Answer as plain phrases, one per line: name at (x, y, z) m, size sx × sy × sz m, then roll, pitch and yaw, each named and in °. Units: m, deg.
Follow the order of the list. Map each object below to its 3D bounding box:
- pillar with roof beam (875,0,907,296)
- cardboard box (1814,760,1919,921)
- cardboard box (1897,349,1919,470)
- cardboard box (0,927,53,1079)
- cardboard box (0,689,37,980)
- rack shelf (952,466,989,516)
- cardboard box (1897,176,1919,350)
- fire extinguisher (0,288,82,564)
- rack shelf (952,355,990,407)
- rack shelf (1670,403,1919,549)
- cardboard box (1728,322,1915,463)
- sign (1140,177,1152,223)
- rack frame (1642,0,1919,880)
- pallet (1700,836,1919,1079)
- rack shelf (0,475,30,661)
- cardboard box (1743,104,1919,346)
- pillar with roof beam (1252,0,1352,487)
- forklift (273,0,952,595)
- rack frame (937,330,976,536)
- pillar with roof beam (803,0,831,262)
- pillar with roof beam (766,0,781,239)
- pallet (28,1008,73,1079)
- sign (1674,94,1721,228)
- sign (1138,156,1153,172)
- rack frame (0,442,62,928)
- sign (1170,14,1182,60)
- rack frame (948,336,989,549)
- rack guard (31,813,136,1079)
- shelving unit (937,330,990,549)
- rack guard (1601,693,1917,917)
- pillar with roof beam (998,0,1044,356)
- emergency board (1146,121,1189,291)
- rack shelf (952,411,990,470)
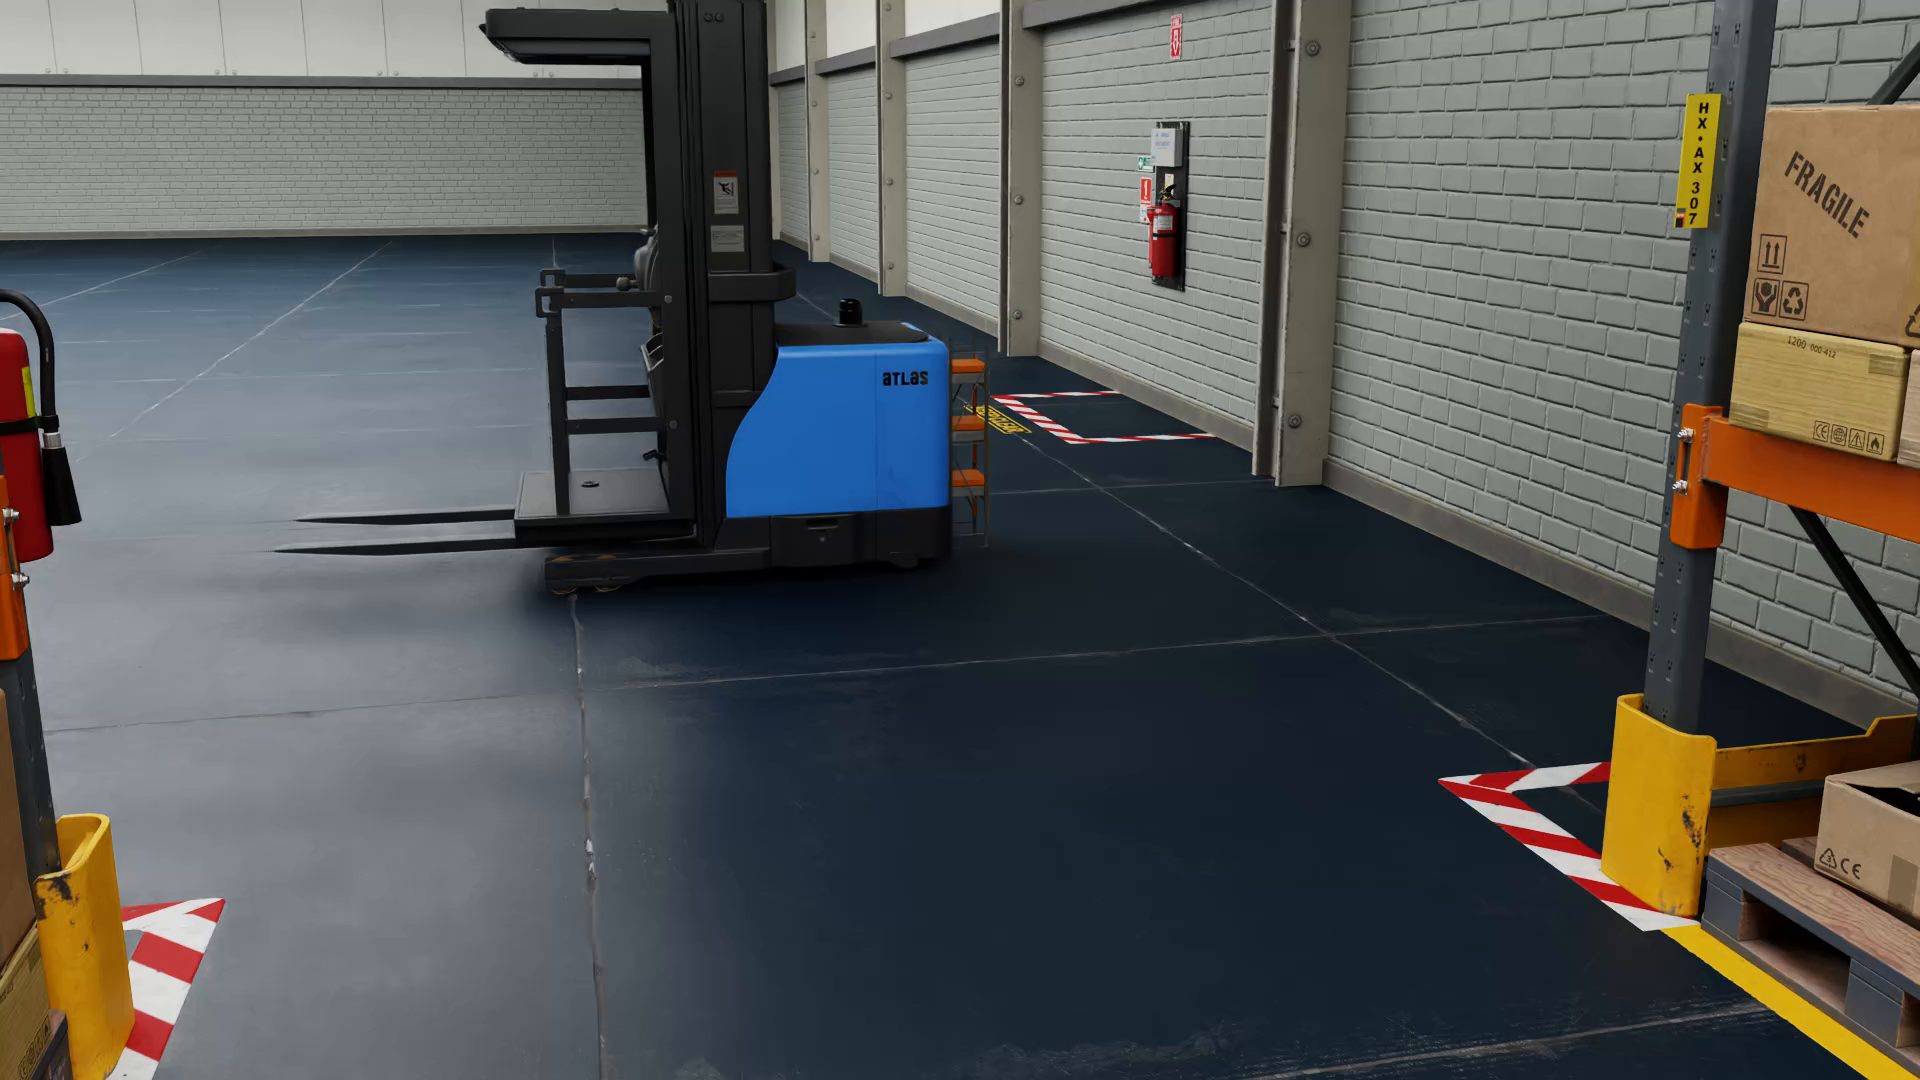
pillar with roof beam at (-5.040, -7.266, 19.207) m, size 9.100 × 9.000 × 0.400 m, roll -3°, pitch 14°, yaw -13°
cardboard box at (2.442, 0.704, 3.962) m, size 0.500 × 0.311 × 0.500 m, roll -5°, pitch 15°, yaw -20°
cardboard box at (2.309, -0.240, 3.364) m, size 0.500 × 0.250 × 0.500 m, roll -4°, pitch 14°, yaw -15°
cardboard box at (-2.034, 0.963, 3.072) m, size 0.500 × 0.250 × 0.500 m, roll -3°, pitch 14°, yaw -13°
cardboard box at (-2.032, 0.599, 2.984) m, size 0.500 × 0.500 × 0.500 m, roll -3°, pitch 14°, yaw -13°
rack shelf at (0.013, -0.217, 8.320) m, size 0.215 × 0.259 × 0.240 m, roll -3°, pitch 14°, yaw -13°
cardboard box at (2.293, -0.612, 3.307) m, size 0.500 × 0.500 × 0.500 m, roll -3°, pitch 14°, yaw -13°
fire extinguisher at (-2.024, -0.291, 3.462) m, size 0.296 × 0.674 × 0.183 m, roll -3°, pitch 14°, yaw -13°
rack shelf at (0.013, -0.763, 8.187) m, size 0.215 × 0.259 × 0.240 m, roll -3°, pitch 14°, yaw -13°
rack shelf at (2.837, 0.258, 2.565) m, size 1.077 × 0.370 × 4.000 m, roll -3°, pitch 14°, yaw -13°
cardboard box at (2.173, -0.359, 3.851) m, size 0.500 × 0.250 × 0.500 m, roll -4°, pitch 14°, yaw -15°
sign at (1.390, -2.546, 12.454) m, size 0.001 × 0.329 × 0.234 m, roll -3°, pitch 14°, yaw -13°
rack frame at (2.367, -0.553, 4.369) m, size 1.000 × 3.000 × 0.127 m, roll -3°, pitch 14°, yaw -13°
pallet at (2.541, 1.009, 3.853) m, size 1.003 × 0.211 × 1.213 m, roll -3°, pitch 14°, yaw -13°
rack shelf at (-1.978, 0.535, 1.432) m, size 1.077 × 0.370 × 4.000 m, roll -3°, pitch 14°, yaw -13°
cardboard box at (2.187, -0.727, 3.776) m, size 0.500 × 0.500 × 0.500 m, roll -3°, pitch 14°, yaw -13°
pillar with roof beam at (-2.222, -4.498, 7.876) m, size 9.100 × 9.000 × 0.400 m, roll -3°, pitch 14°, yaw -13°
forklift at (-1.611, -1.317, 7.642) m, size 3.031 × 2.935 × 1.130 m, roll -3°, pitch 14°, yaw -12°
rack frame at (-0.016, -0.526, 8.367) m, size 0.200 × 1.050 × 0.008 m, roll -3°, pitch 14°, yaw -13°
pillar with roof beam at (-6.449, -8.650, 24.873) m, size 9.100 × 9.000 × 0.400 m, roll -3°, pitch 14°, yaw -13°
pillar with roof beam at (-7.858, -10.034, 30.539) m, size 9.100 × 9.000 × 0.400 m, roll -3°, pitch 14°, yaw -13°
pallet at (-2.227, 1.253, 2.853) m, size 1.003 × 0.211 × 1.213 m, roll -3°, pitch 14°, yaw -13°
sign at (1.840, -0.943, 4.142) m, size 0.100 × 0.325 × 0.005 m, roll -3°, pitch 14°, yaw -13°
sign at (1.383, -2.802, 12.385) m, size 0.001 × 0.109 × 0.331 m, roll -3°, pitch 14°, yaw -13°
rack frame at (-2.447, -0.276, 3.235) m, size 1.000 × 3.000 × 0.127 m, roll -3°, pitch 14°, yaw -13°
sign at (1.515, -3.529, 11.668) m, size 0.001 × 0.298 × 0.199 m, roll -3°, pitch 14°, yaw -13°
rack frame at (0.041, -0.470, 8.137) m, size 0.200 × 1.050 × 0.008 m, roll -3°, pitch 14°, yaw -13°
rack guard at (-2.453, 0.933, 3.554) m, size 1.175 × 0.500 × 0.348 m, roll -3°, pitch 14°, yaw -13°
shelving unit at (0.013, -0.498, 8.252) m, size 0.215 × 1.050 × 0.252 m, roll -3°, pitch 14°, yaw -13°
rack guard at (2.385, 0.679, 4.593) m, size 1.175 × 0.500 × 0.348 m, roll -3°, pitch 14°, yaw -13°
pillar with roof beam at (-3.631, -5.882, 13.542) m, size 9.100 × 9.000 × 0.400 m, roll -3°, pitch 14°, yaw -13°
emergency board at (1.420, -2.396, 11.913) m, size 0.194 × 1.169 × 0.643 m, roll -3°, pitch 14°, yaw -13°
rack shelf at (0.013, -0.487, 8.254) m, size 0.215 × 0.259 × 0.240 m, roll -3°, pitch 14°, yaw -13°
